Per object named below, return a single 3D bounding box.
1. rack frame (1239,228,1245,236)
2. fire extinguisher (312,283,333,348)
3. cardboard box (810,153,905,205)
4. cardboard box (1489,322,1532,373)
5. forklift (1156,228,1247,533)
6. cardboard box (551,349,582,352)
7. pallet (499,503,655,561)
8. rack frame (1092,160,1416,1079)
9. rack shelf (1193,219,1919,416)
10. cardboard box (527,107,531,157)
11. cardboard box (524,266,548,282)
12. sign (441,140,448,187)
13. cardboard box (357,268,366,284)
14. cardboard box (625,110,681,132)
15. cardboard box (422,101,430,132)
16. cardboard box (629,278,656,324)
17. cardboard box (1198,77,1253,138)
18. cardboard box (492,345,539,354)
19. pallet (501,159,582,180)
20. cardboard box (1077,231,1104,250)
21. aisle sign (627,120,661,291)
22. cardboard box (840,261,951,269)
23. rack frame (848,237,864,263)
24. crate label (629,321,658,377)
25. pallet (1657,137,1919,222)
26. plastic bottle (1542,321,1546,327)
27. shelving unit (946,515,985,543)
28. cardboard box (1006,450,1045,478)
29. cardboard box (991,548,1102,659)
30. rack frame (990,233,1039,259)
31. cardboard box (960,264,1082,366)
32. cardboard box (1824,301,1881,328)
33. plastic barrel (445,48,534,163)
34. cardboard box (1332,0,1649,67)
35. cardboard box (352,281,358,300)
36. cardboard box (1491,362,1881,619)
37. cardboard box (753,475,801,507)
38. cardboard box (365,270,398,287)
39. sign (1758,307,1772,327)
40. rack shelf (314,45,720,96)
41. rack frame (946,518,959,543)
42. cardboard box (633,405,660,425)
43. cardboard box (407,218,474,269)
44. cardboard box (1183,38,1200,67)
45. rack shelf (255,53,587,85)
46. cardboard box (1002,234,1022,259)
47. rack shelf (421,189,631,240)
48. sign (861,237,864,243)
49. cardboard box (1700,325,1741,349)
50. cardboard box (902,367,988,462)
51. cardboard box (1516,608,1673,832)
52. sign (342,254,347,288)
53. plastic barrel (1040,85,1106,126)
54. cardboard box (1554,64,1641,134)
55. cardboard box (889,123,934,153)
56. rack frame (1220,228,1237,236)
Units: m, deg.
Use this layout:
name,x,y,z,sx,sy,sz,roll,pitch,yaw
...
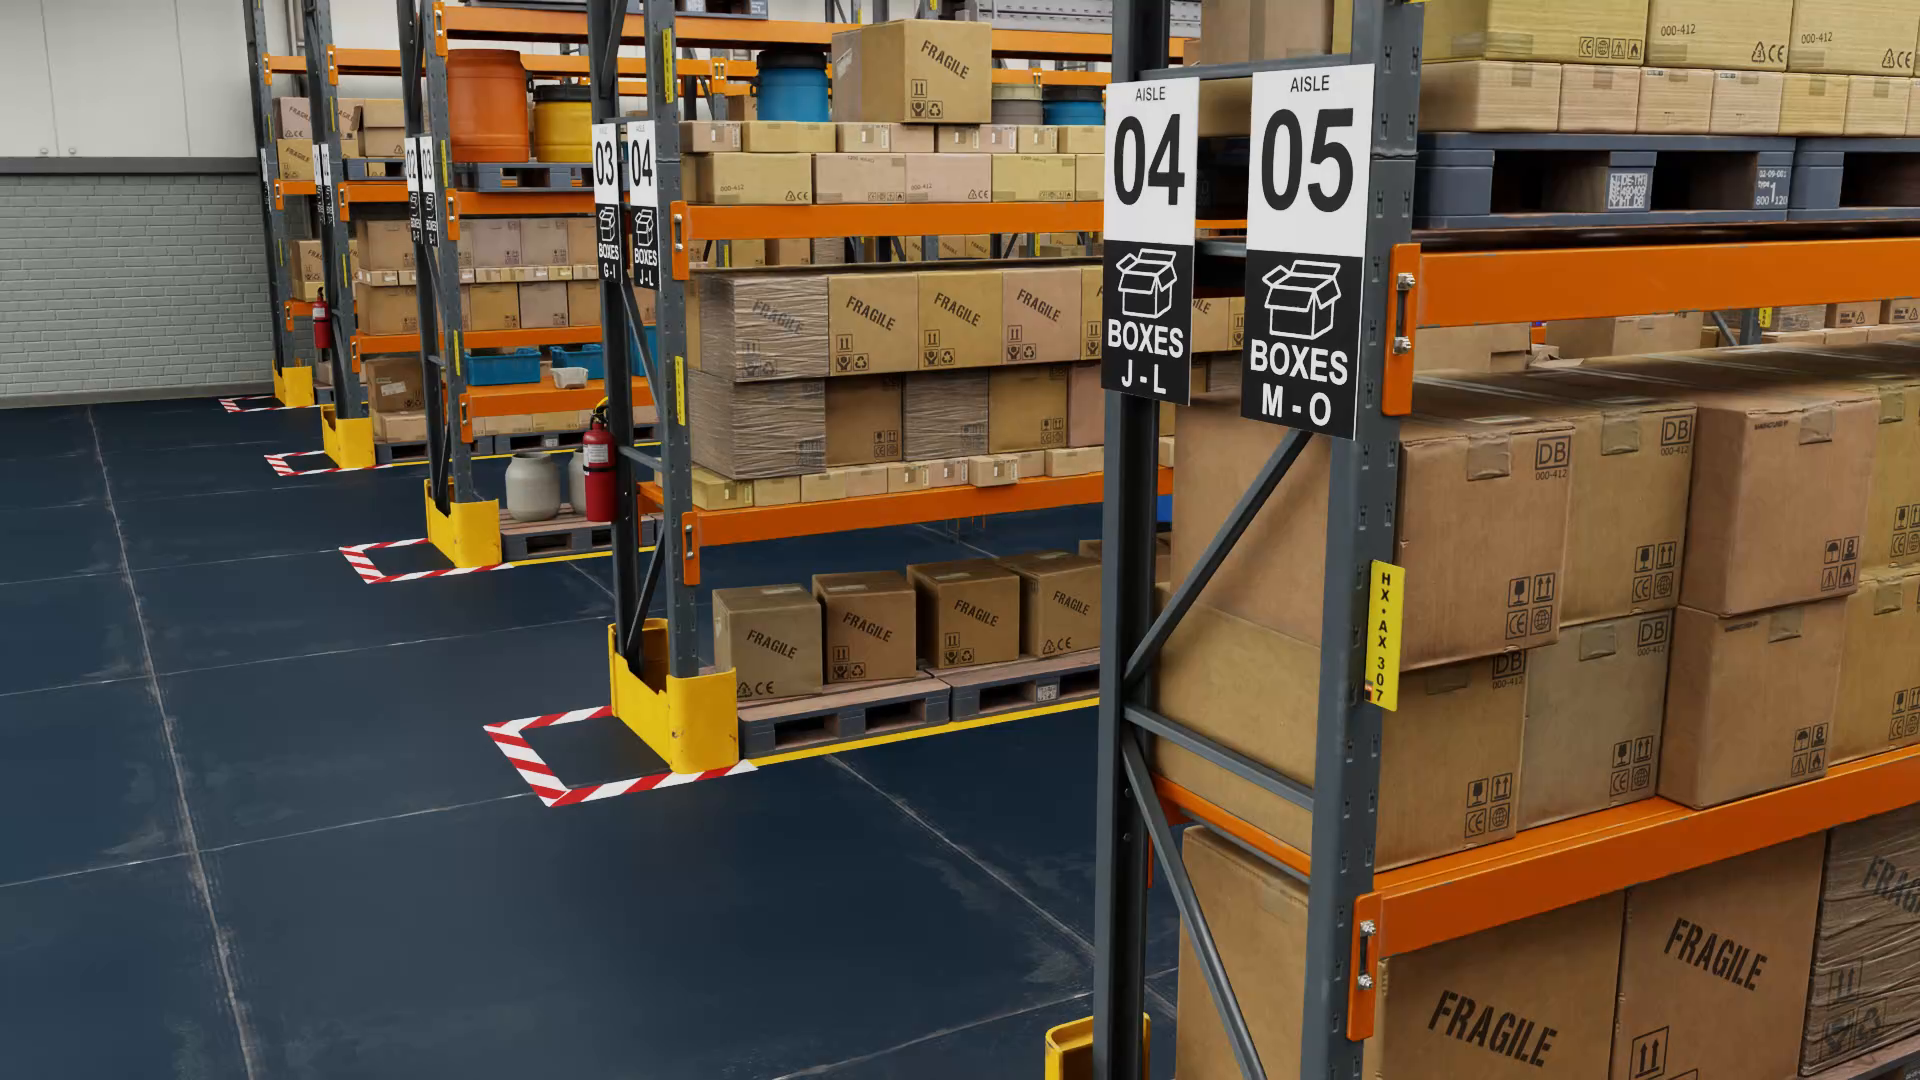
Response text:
name,x,y,z,sx,sy,sz,roll,pitch,yaw
rack frame,3.040,-2.198,16.542,0.127,3.000,1.000,-7,14,-28
fire extinguisher,-6.678,-2.350,17.397,0.183,0.674,0.296,-7,14,-28
cardboard box,-0.612,-1.848,8.499,0.500,0.250,0.500,-7,15,-29
cardboard box,3.380,-1.278,11.263,0.637,0.503,0.797,-5,14,-22
forklift,2.915,-1.347,12.919,3.031,2.935,1.130,1,13,6
cardboard box,-4.275,-1.867,18.673,0.500,0.500,0.500,-7,14,-28
pallet,-3.222,-0.097,13.560,1.213,0.211,1.003,-7,14,-28
rack frame,0.679,0.565,4.267,0.127,3.000,1.000,-7,14,-28
rack shelf,2.435,-0.758,4.951,4.000,0.370,1.077,-7,14,-28
cardboard box,-4.763,-4.218,17.186,0.500,0.500,0.500,-7,14,-28
cardboard box,-4.554,-2.838,17.680,0.250,0.149,0.380,-7,14,-27
sign,-3.722,-2.717,11.999,0.005,0.325,0.100,-7,14,-28
cardboard box,-6.108,-2.753,17.305,0.250,0.149,0.380,-7,15,-29
cardboard box,-3.409,-4.515,18.504,0.500,0.500,0.500,-6,14,-23
cardboard box,-7.113,-5.529,21.964,0.500,0.500,0.500,-7,14,-28
cardboard box,-3.687,-2.676,18.440,0.500,0.500,0.700,-7,14,-28
cardboard box,0.809,-1.130,4.353,0.250,0.149,0.380,-7,14,-28
cardboard box,-6.109,-2.564,22.863,0.500,0.500,0.500,-8,15,-32
pallet,-4.646,-3.930,17.609,1.213,0.211,1.003,-7,14,-28
cardboard box,2.288,-4.728,27.102,0.700,0.700,0.980,-7,14,-27
aisle sign,-1.519,-1.605,7.990,0.004,0.787,0.394,-7,14,-28
cardboard box,-0.368,-1.294,9.347,0.500,0.500,0.500,-7,14,-28
rack frame,-1.707,-4.107,25.026,0.127,3.000,1.000,-7,14,-28
crate label,-2.496,-1.619,13.891,0.616,0.435,0.502,-7,14,-28
pallet,2.398,-1.064,4.877,1.213,0.211,1.003,-7,14,-28
plastic bottle,6.272,-2.400,17.895,0.097,0.201,0.097,0,13,0
shelving unit,0.047,-0.518,13.519,0.252,1.050,0.215,-7,14,-28
cardboard box,0.275,-0.454,9.366,0.250,0.149,0.380,-7,14,-28
cardboard box,0.526,0.369,9.875,0.500,0.500,0.500,-8,15,-33
rack frame,0.670,-3.153,20.785,0.127,3.000,1.000,-7,14,-28
cardboard box,0.321,-1.246,9.133,0.500,0.500,0.500,-7,14,-28
cardboard box,6.636,-1.923,12.810,0.637,0.503,0.797,-6,14,-27
plastic barrel,-3.616,-3.309,12.716,0.708,0.830,0.600,-7,14,-28
cardboard box,1.226,-1.225,3.870,0.500,0.250,0.500,-7,14,-28
cardboard box,-7.699,-3.249,21.511,0.500,0.250,0.500,-7,15,-30
cardboard box,2.019,-0.175,4.753,0.550,0.550,0.875,-7,14,-28
cardboard box,-1.015,-0.286,8.618,0.250,0.149,0.380,-7,14,-28
cardboard box,-5.904,-2.676,16.963,0.250,0.149,0.380,-7,14,-28
sign,5.682,-1.666,11.722,0.005,0.325,0.100,-7,14,-28
rack shelf,-4.596,-4.902,17.445,4.000,0.370,1.077,-7,14,-28
rack frame,-0.060,-0.505,13.462,0.008,1.050,0.200,-7,14,-28
cardboard box,-3.587,-1.454,18.542,0.500,0.250,0.500,-7,14,-28
cardboard box,-5.430,-3.101,17.375,0.500,0.500,0.700,-7,15,-29
cardboard box,1.630,-2.627,9.574,0.500,0.500,0.500,-7,15,-30
rack shelf,-6.973,-6.050,21.642,4.000,0.370,1.077,-7,14,-28
cardboard box,0.632,-4.527,25.944,0.500,0.500,0.500,-7,14,-28
rack shelf,-2.226,-2.679,13.487,4.000,0.370,1.077,-7,14,-28
sign,-1.438,-4.529,24.447,0.005,0.325,0.100,-7,14,-28
cardboard box,5.728,-1.392,12.733,0.500,0.500,0.500,-6,14,-26
cardboard box,-0.271,-0.768,9.284,0.500,0.500,0.875,-7,14,-28
cardboard box,1.456,0.382,4.738,0.550,0.550,0.875,-7,14,-28
sign,-6.091,-2.664,16.464,0.005,0.325,0.100,-7,14,-28
plastic barrel,1.020,-3.718,15.323,0.708,0.901,0.600,-7,14,-28
cardboard box,1.357,-1.031,3.913,0.250,0.149,0.380,-7,14,-27
cardboard box,-0.331,-2.069,8.573,0.250,0.149,0.380,-7,14,-28
rack frame,1.903,-0.822,10.431,0.127,3.000,1.000,-7,14,-28
